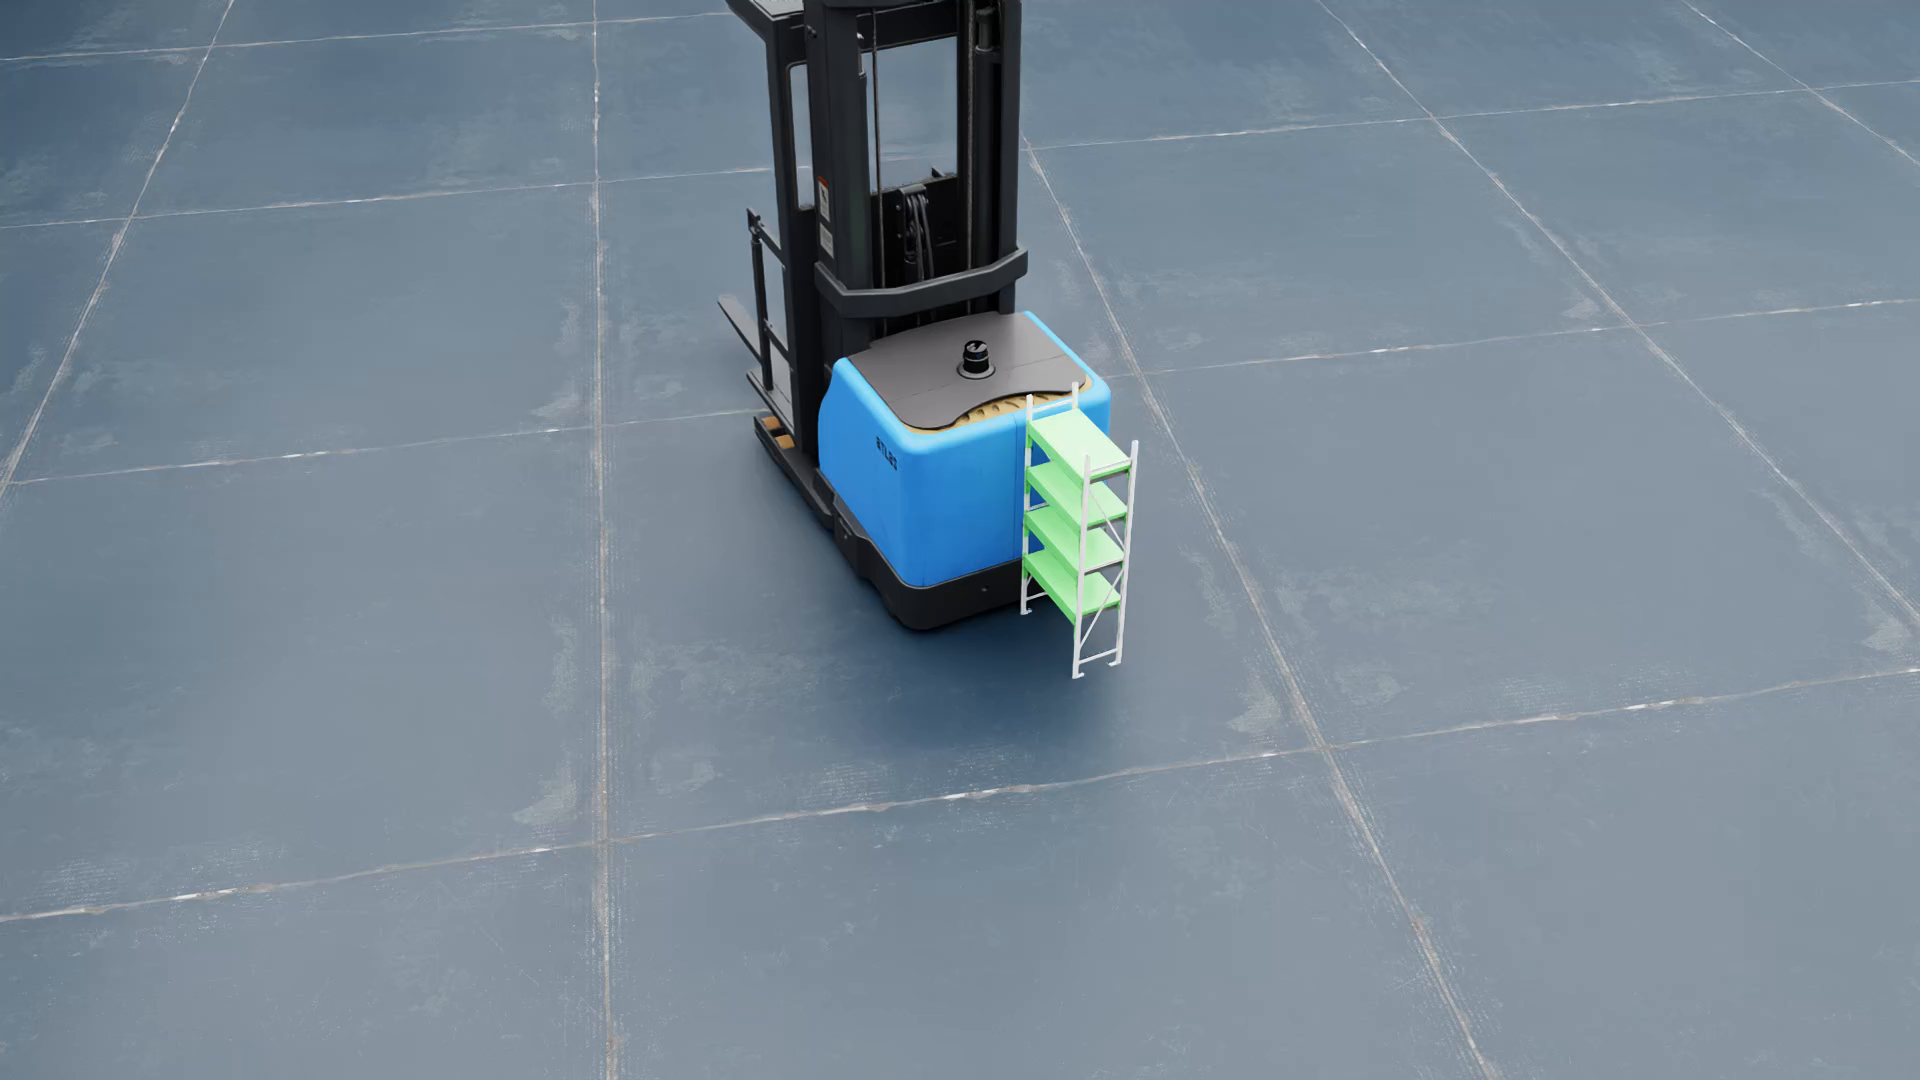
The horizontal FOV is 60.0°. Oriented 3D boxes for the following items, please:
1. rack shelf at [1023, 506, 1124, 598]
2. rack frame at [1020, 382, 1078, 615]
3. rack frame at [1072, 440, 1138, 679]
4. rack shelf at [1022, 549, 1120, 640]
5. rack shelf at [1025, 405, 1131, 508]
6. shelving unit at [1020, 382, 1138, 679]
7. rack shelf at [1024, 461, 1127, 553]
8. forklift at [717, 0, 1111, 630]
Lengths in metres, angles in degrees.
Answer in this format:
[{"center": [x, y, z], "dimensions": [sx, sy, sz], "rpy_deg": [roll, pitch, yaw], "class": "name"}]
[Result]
[{"center": [0.500, 0.023, 7.246], "dimensions": [0.258, 0.148, 0.480], "rpy_deg": [-17, 41, -21], "class": "rack shelf"}, {"center": [0.391, -0.161, 7.379], "dimensions": [0.240, 1.200, 0.015], "rpy_deg": [-17, 41, -21], "class": "rack frame"}, {"center": [0.608, 0.107, 7.034], "dimensions": [0.240, 1.200, 0.015], "rpy_deg": [-17, 41, -21], "class": "rack frame"}, {"center": [0.500, 0.213, 7.393], "dimensions": [0.258, 0.148, 0.480], "rpy_deg": [-17, 41, -21], "class": "rack shelf"}, {"center": [0.500, -0.356, 6.951], "dimensions": [0.258, 0.148, 0.480], "rpy_deg": [-17, 41, -21], "class": "rack shelf"}, {"center": [0.500, -0.027, 7.207], "dimensions": [0.258, 1.200, 0.503], "rpy_deg": [-17, 41, -21], "class": "shelving unit"}, {"center": [0.500, -0.166, 7.099], "dimensions": [0.258, 0.148, 0.480], "rpy_deg": [-17, 41, -21], "class": "rack shelf"}, {"center": [-0.427, -1.648, 7.882], "dimensions": [1.130, 2.935, 3.031], "rpy_deg": [-17, 41, -21], "class": "forklift"}]
